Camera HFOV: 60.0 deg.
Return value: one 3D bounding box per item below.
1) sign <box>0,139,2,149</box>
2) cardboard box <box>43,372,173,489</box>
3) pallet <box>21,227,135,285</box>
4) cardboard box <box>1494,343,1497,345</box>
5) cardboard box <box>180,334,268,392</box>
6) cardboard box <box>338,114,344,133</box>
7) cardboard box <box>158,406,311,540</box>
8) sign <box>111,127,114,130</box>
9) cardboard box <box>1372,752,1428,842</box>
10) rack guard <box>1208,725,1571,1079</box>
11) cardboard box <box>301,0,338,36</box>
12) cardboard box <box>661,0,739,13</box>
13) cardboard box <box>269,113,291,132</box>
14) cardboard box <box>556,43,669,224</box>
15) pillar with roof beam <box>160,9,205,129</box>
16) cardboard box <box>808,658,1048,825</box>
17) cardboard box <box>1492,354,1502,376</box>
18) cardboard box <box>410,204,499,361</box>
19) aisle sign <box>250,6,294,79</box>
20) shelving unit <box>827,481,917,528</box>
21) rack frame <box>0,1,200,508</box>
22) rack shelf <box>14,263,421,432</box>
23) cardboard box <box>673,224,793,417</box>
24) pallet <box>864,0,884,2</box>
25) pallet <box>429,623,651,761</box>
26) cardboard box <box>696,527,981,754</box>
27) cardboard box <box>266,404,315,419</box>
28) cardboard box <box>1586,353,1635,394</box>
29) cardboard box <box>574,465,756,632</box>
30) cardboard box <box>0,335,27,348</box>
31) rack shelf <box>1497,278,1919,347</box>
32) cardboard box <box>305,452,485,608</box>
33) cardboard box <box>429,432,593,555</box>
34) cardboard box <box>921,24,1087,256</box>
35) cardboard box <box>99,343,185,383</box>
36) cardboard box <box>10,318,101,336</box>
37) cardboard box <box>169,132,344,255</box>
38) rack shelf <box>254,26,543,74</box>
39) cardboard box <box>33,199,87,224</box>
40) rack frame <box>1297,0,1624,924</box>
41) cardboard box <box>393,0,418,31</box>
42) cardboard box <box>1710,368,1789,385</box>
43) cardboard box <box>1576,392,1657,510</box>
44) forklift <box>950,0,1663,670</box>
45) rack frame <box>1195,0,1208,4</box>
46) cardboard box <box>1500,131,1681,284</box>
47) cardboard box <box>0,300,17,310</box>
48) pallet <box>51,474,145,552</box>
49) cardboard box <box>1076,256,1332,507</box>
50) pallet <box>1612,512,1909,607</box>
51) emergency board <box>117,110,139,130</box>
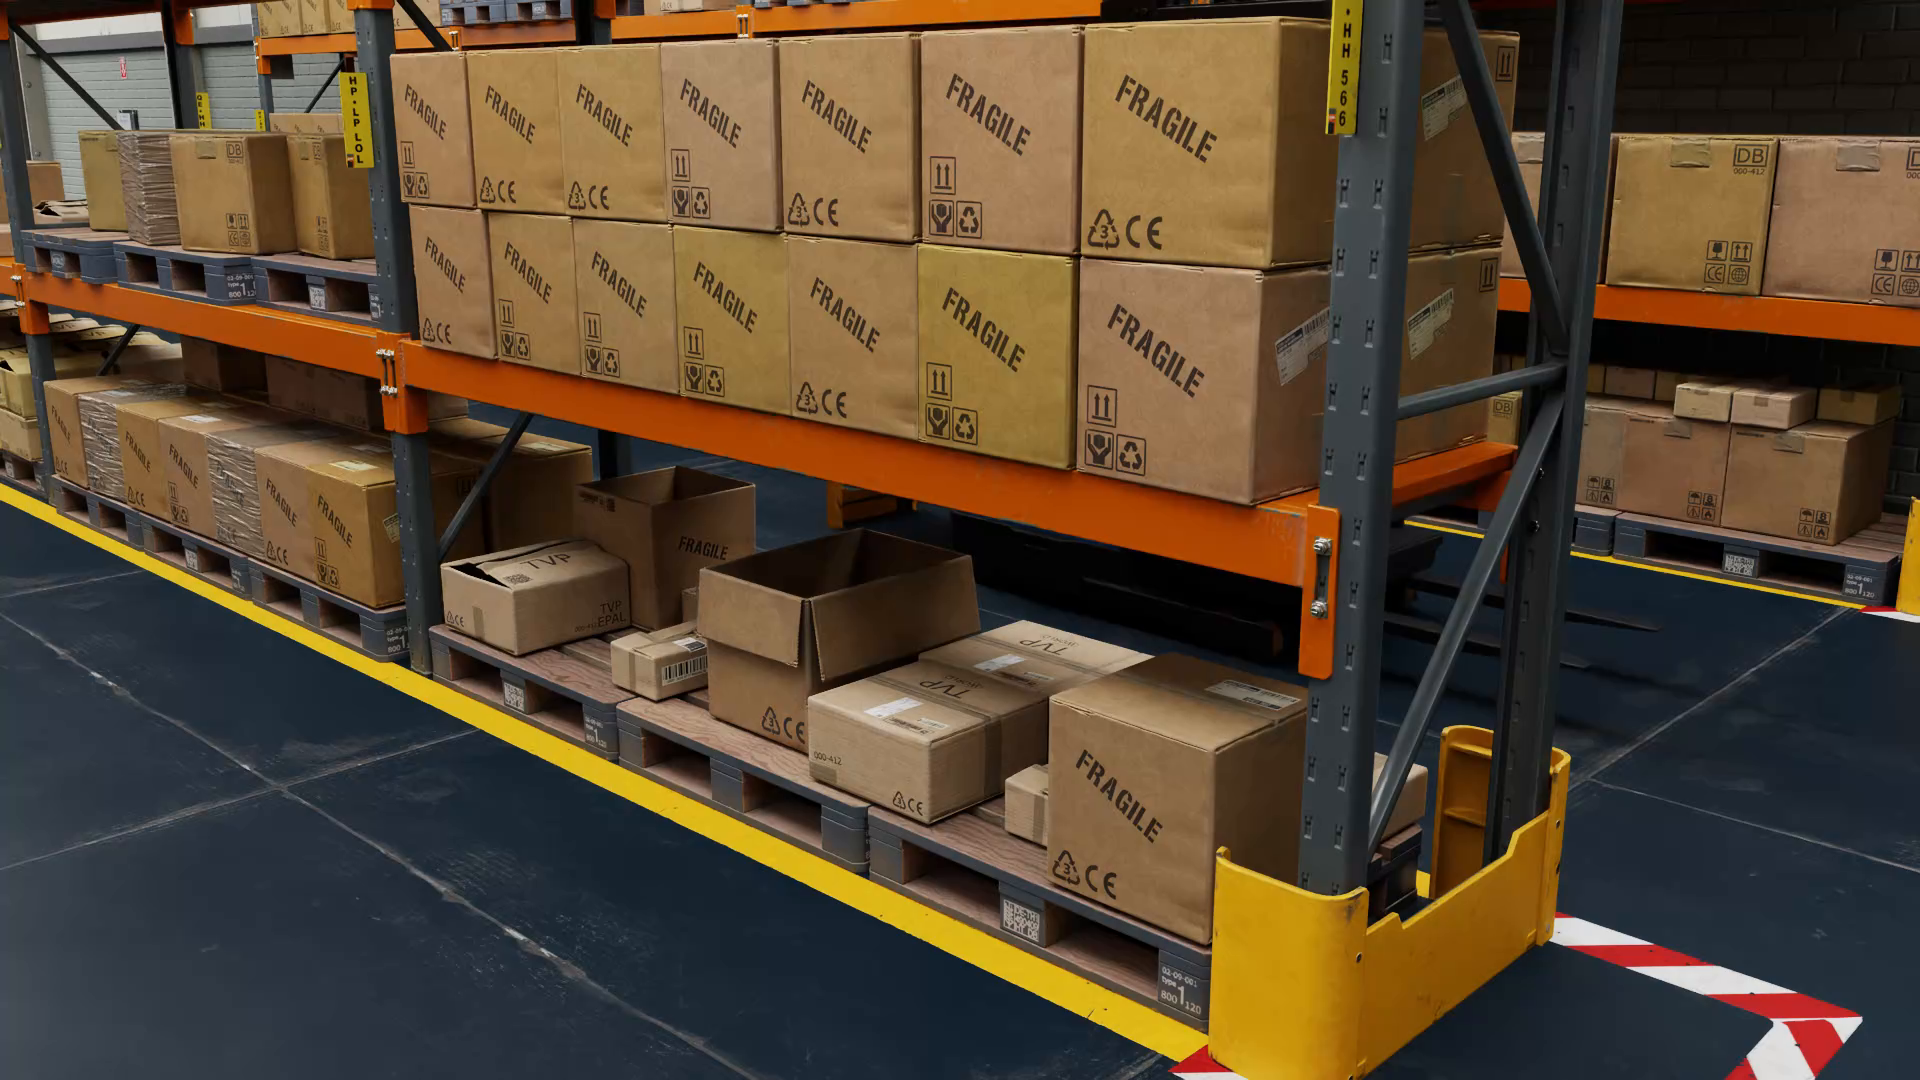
[{"bbox_3d":[-5.010,-2.181,8.557,0.005,0.325,0.100,14,20,42],"label":"sign"},{"bbox_3d":[-4.498,-0.594,8.847,0.500,0.500,0.500,-13,20,-42],"label":"cardboard box"},{"bbox_3d":[-4.090,-1.523,8.710,1.003,0.211,1.213,14,20,42],"label":"pallet"},{"bbox_3d":[2.760,-1.003,9.172,0.250,0.149,0.380,13,19,40],"label":"cardboard box"},{"bbox_3d":[-3.747,-0.958,8.757,0.500,0.250,0.500,-14,20,-42],"label":"cardboard box"},{"bbox_3d":[-5.719,-3.916,16.282,0.500,0.500,0.500,-14,20,-42],"label":"cardboard box"},{"bbox_3d":[-3.380,-0.324,7.812,0.500,0.500,0.500,13,19,40],"label":"cardboard box"},{"bbox_3d":[-12.247,-5.933,24.130,0.331,0.109,0.001,14,20,42],"label":"sign"},{"bbox_3d":[1.069,0.709,4.543,0.250,0.149,0.380,14,20,42],"label":"cardboard box"},{"bbox_3d":[1.077,0.874,4.085,0.348,0.500,1.175,14,20,42],"label":"rack guard"},{"bbox_3d":[-6.145,-5.237,16.395,0.500,0.500,0.500,-13,20,-42],"label":"cardboard box"},{"bbox_3d":[-1.897,-4.117,12.471,0.500,0.311,0.500,14,20,42],"label":"cardboard box"},{"bbox_3d":[-6.815,-4.184,17.310,0.500,0.500,0.500,14,20,42],"label":"cardboard box"},{"bbox_3d":[-0.862,-1.240,5.062,0.500,0.500,0.500,13,19,41],"label":"cardboard box"},{"bbox_3d":[-13.153,-7.228,18.326,0.400,9.000,9.100,14,20,42],"label":"pillar with roof beam"},{"bbox_3d":[-0.093,0.574,4.862,0.500,0.250,0.500,14,20,42],"label":"cardboard box"},{"bbox_3d":[2.651,-0.895,8.758,0.250,0.149,0.380,13,19,41],"label":"cardboard box"},{"bbox_3d":[-1.570,-0.932,5.860,0.500,0.500,0.500,-14,20,-43],"label":"cardboard box"},{"bbox_3d":[-7.210,-5.238,17.430,0.004,0.787,0.394,14,20,42],"label":"aisle sign"},{"bbox_3d":[-0.112,-0.755,8.353,1.083,1.500,0.587,14,20,43],"label":"shelving unit"},{"bbox_3d":[-4.627,-1.722,9.092,0.127,3.000,1.000,14,20,42],"label":"rack frame"},{"bbox_3d":[-3.187,-1.024,7.839,4.000,0.370,1.077,14,20,42],"label":"rack shelf"},{"bbox_3d":[-0.473,-0.666,4.840,0.500,0.500,0.500,13,20,41],"label":"cardboard box"},{"bbox_3d":[0.116,-3.684,11.046,1.003,0.211,1.213,-13,20,-42],"label":"pallet"},{"bbox_3d":[-1.254,0.448,6.295,1.213,0.211,1.003,14,20,42],"label":"pallet"},{"bbox_3d":[-0.391,0.301,5.406,0.637,0.503,0.797,14,20,42],"label":"cardboard box"},{"bbox_3d":[-3.036,-0.423,8.191,0.500,0.500,0.500,13,19,40],"label":"cardboard box"},{"bbox_3d":[3.309,-0.870,8.658,0.250,0.149,0.380,14,20,43],"label":"cardboard box"},{"bbox_3d":[-1.140,0.023,6.480,0.500,0.500,0.500,14,20,42],"label":"cardboard box"},{"bbox_3d":[-5.915,-1.092,10.181,0.500,0.311,0.500,13,20,42],"label":"cardboard box"},{"bbox_3d":[3.128,-1.224,8.606,4.000,0.370,1.077,14,20,42],"label":"rack shelf"},{"bbox_3d":[-2.302,-0.060,6.797,0.500,0.500,0.500,14,20,42],"label":"cardboard box"},{"bbox_3d":[-1.926,-0.154,7.159,0.500,0.500,0.500,13,19,40],"label":"cardboard box"},{"bbox_3d":[0.257,-0.970,4.026,0.500,0.500,0.500,-14,20,-43],"label":"cardboard box"},{"bbox_3d":[-4.800,-1.011,9.871,0.500,0.311,0.500,-14,20,-42],"label":"cardboard box"},{"bbox_3d":[-5.920,-1.281,10.907,0.500,0.311,0.500,13,20,42],"label":"cardboard box"},{"bbox_3d":[-3.062,-1.572,7.483,0.500,0.500,0.700,8,17,28],"label":"cardboard box"},{"bbox_3d":[-5.510,-4.775,16.288,4.000,0.370,1.077,14,20,42],"label":"rack shelf"},{"bbox_3d":[-5.136,-1.871,9.839,0.500,0.311,0.500,13,20,42],"label":"cardboard box"},{"bbox_3d":[1.132,-0.322,3.718,0.127,3.000,1.000,14,20,42],"label":"rack frame"},{"bbox_3d":[-4.961,-4.966,15.354,0.500,0.500,0.500,12,19,38],"label":"cardboard box"},{"bbox_3d":[3.858,-0.736,8.148,0.250,0.149,0.380,14,20,42],"label":"cardboard box"},{"bbox_3d":[3.272,-0.495,8.508,0.500,0.500,0.700,13,19,40],"label":"cardboard box"},{"bbox_3d":[1.353,-1.083,6.775,3.031,2.935,1.130,14,20,43],"label":"forklift"},{"bbox_3d":[1.688,-1.922,9.858,0.127,3.000,1.000,14,20,42],"label":"rack frame"},{"bbox_3d":[3.120,-1.715,8.469,0.700,0.700,0.980,12,19,40],"label":"cardboard box"},{"bbox_3d":[-7.016,-1.547,11.929,0.500,0.311,0.500,14,20,42],"label":"cardboard box"},{"bbox_3d":[-4.116,-0.235,8.916,1.213,0.211,1.003,14,20,42],"label":"pallet"},{"bbox_3d":[0.621,-0.399,3.817,0.500,0.500,0.500,-14,20,-42],"label":"cardboard box"},{"bbox_3d":[3.938,0.002,8.006,1.213,0.211,1.003,14,20,42],"label":"pallet"},{"bbox_3d":[-11.918,-5.546,23.767,0.643,1.169,0.194,14,20,42],"label":"emergency board"}]
